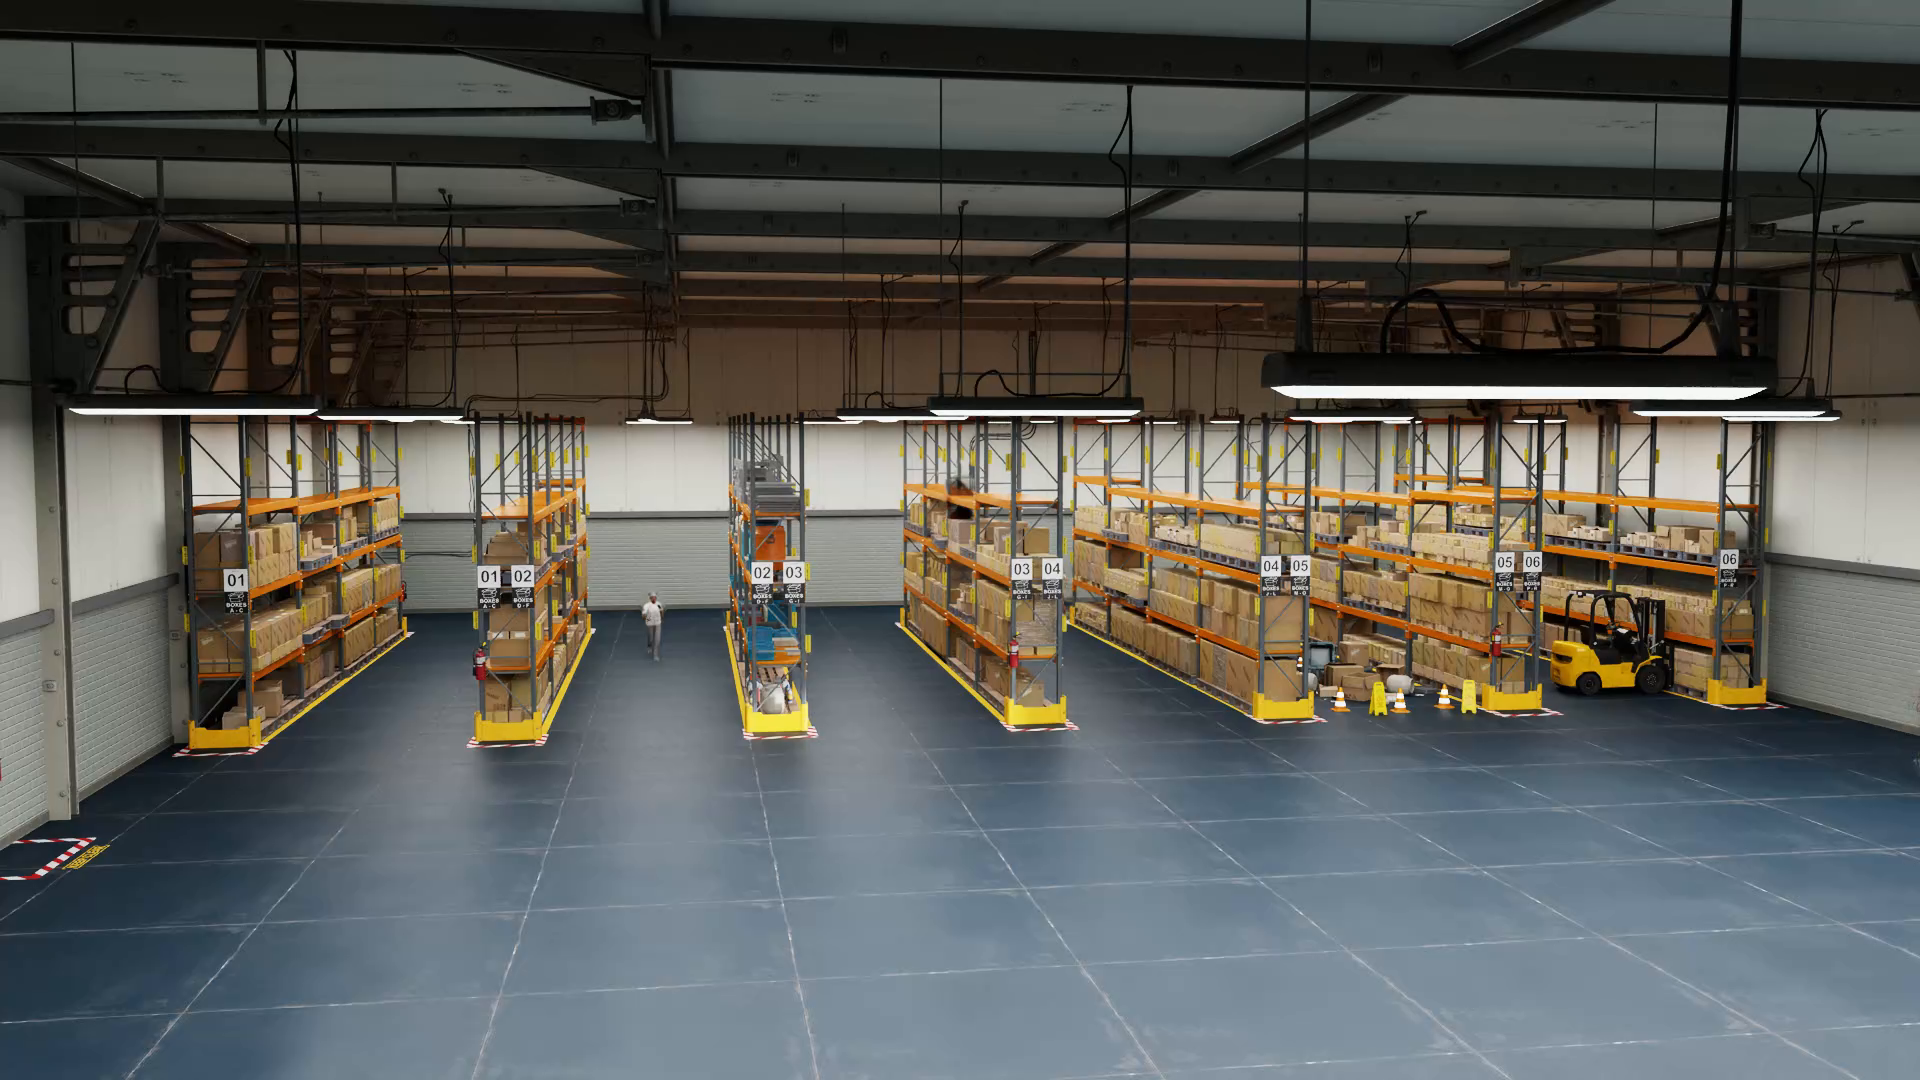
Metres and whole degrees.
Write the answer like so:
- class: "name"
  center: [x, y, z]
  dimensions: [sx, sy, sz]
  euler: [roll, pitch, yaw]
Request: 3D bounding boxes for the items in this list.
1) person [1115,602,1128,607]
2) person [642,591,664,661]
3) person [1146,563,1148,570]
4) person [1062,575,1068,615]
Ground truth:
- class: "person"
  center: [4.740, 1.540, 49.617]
  dimensions: [0.502, 1.619, 0.639]
  euler: [3, 5, 41]
- class: "person"
  center: [-7.552, 2.106, 41.003]
  dimensions: [0.579, 1.700, 0.827]
  euler: [-1, 4, -21]
- class: "person"
  center: [5.628, 1.521, 50.196]
  dimensions: [0.762, 1.715, 0.623]
  euler: [-1, 4, -11]
- class: "person"
  center: [2.894, 1.547, 49.669]
  dimensions: [0.888, 1.645, 0.703]
  euler: [-1, 4, -21]
